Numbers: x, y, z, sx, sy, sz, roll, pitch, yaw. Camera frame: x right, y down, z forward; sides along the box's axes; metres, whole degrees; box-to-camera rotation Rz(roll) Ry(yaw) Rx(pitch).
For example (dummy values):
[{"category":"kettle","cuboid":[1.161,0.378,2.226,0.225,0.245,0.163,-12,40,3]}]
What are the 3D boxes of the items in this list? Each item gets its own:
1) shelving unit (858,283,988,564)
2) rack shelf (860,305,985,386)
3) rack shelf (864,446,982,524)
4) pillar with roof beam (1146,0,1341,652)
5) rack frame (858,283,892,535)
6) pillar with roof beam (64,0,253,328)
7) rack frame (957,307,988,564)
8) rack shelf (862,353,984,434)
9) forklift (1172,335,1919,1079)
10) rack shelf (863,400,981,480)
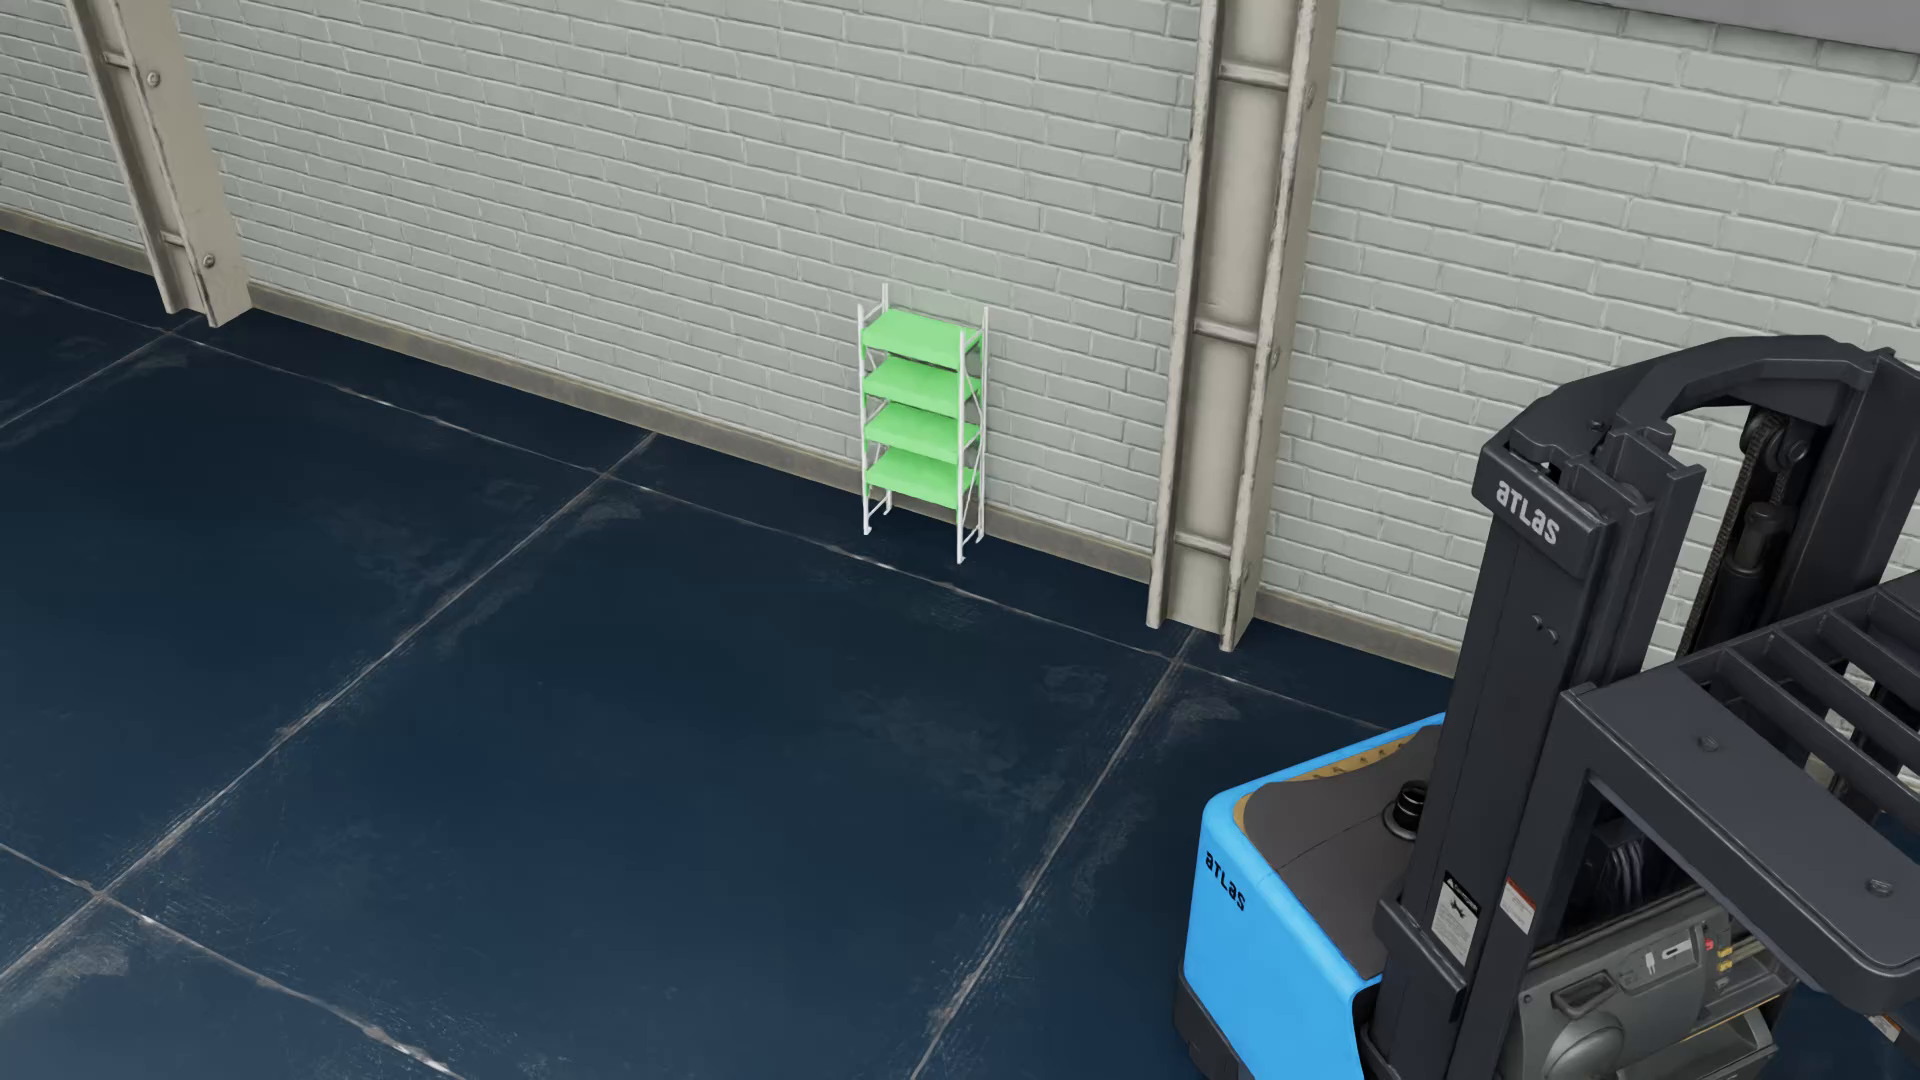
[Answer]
[{"category":"shelving unit","cuboid":[-0.164,-0.506,7.419,0.503,1.200,0.258,17,39,21]},{"category":"rack shelf","cuboid":[-0.159,-0.842,7.174,0.480,0.148,0.258,17,39,21]},{"category":"rack shelf","cuboid":[-0.167,-0.260,7.598,0.480,0.148,0.258,17,39,21]},{"category":"pillar with roof beam","cuboid":[-0.924,-0.928,1.530,0.400,9.000,9.100,17,41,21]},{"category":"rack frame","cuboid":[-0.381,-0.573,7.507,0.015,1.200,0.240,17,39,21]},{"category":"pillar with roof beam","cuboid":[-6.252,-2.596,3.728,0.400,9.000,9.100,17,41,21]},{"category":"rack frame","cuboid":[0.054,-0.439,7.331,0.015,1.200,0.240,17,39,21]},{"category":"rack shelf","cuboid":[-0.162,-0.648,7.315,0.480,0.148,0.258,17,39,21]},{"category":"forklift","cuboid":[1.790,1.142,3.821,1.130,2.935,3.031,-16,40,-20]},{"category":"rack shelf","cuboid":[-0.164,-0.454,7.456,0.480,0.148,0.258,17,39,21]}]
